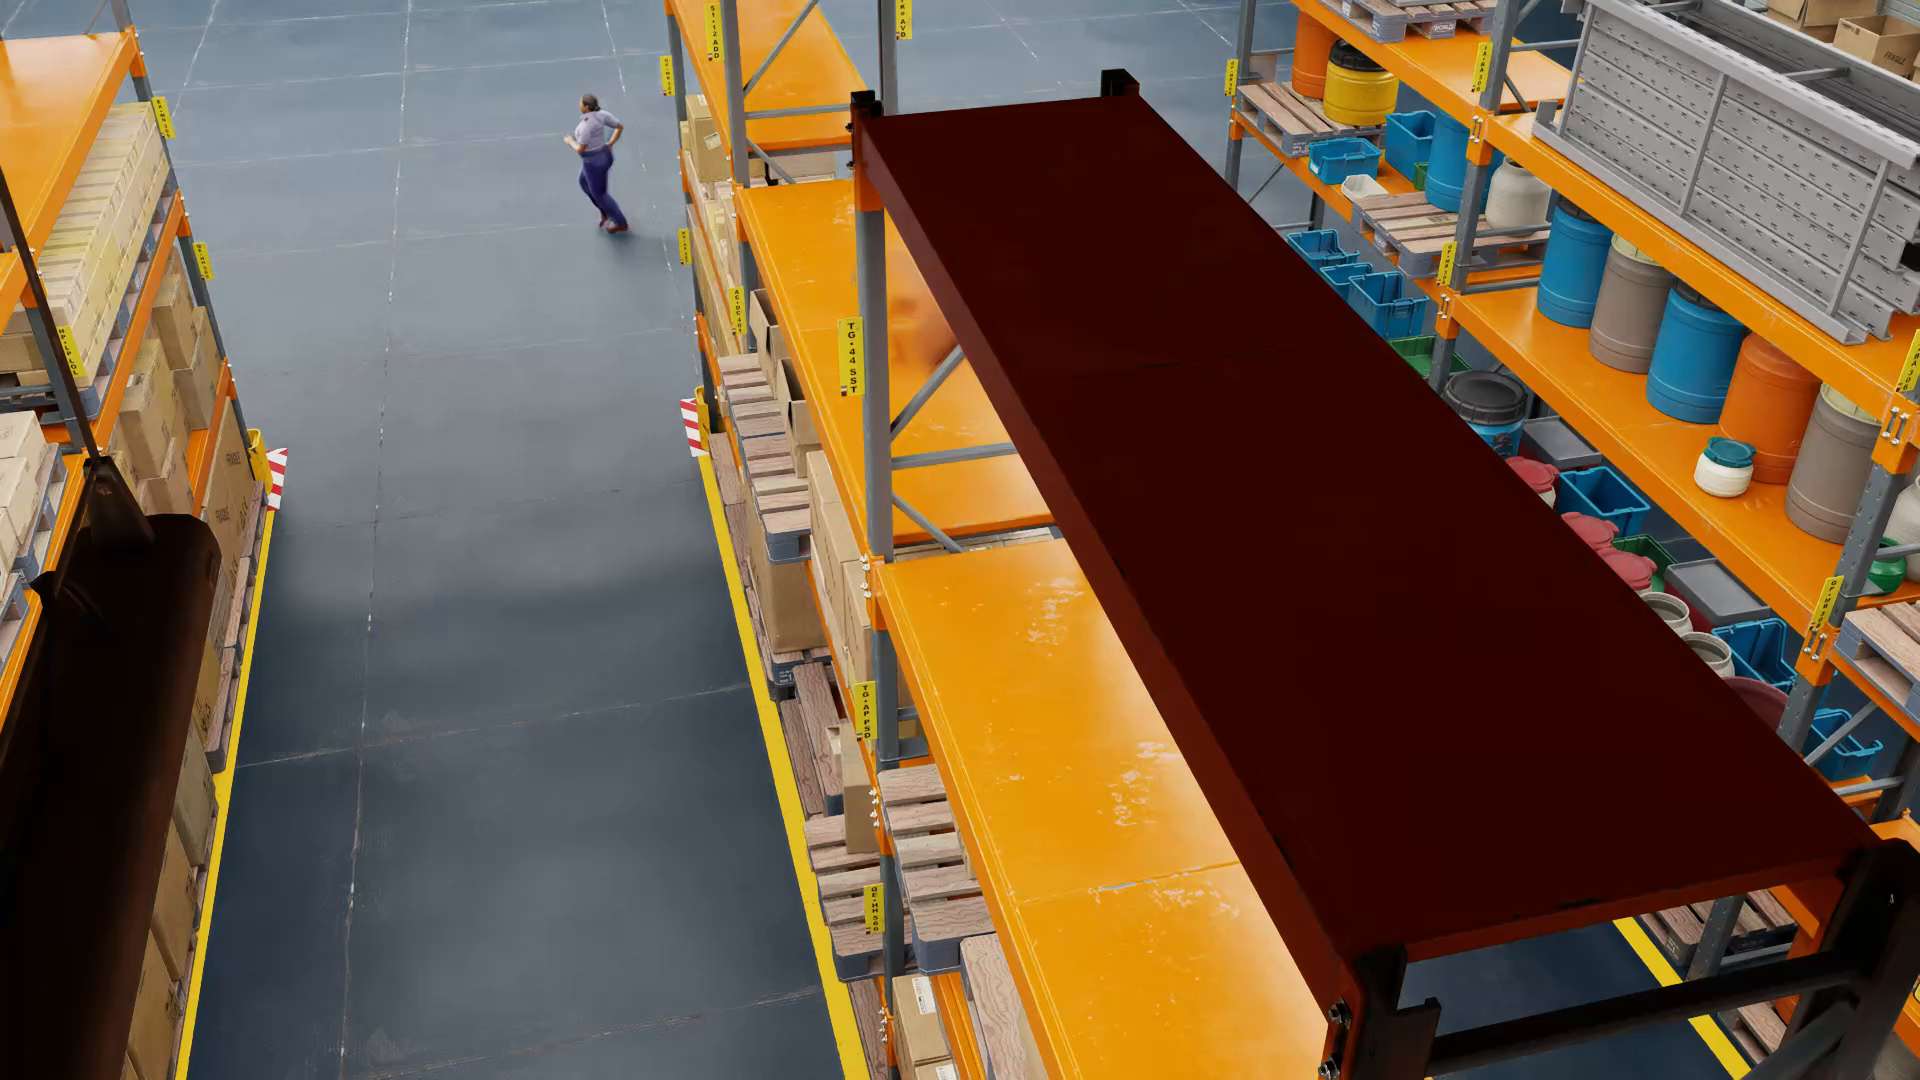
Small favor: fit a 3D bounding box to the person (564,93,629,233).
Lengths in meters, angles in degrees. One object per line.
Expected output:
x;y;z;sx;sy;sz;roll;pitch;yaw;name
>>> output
-4.146;-4.279;18.900;0.682;1.660;0.577;6;35;9;person
